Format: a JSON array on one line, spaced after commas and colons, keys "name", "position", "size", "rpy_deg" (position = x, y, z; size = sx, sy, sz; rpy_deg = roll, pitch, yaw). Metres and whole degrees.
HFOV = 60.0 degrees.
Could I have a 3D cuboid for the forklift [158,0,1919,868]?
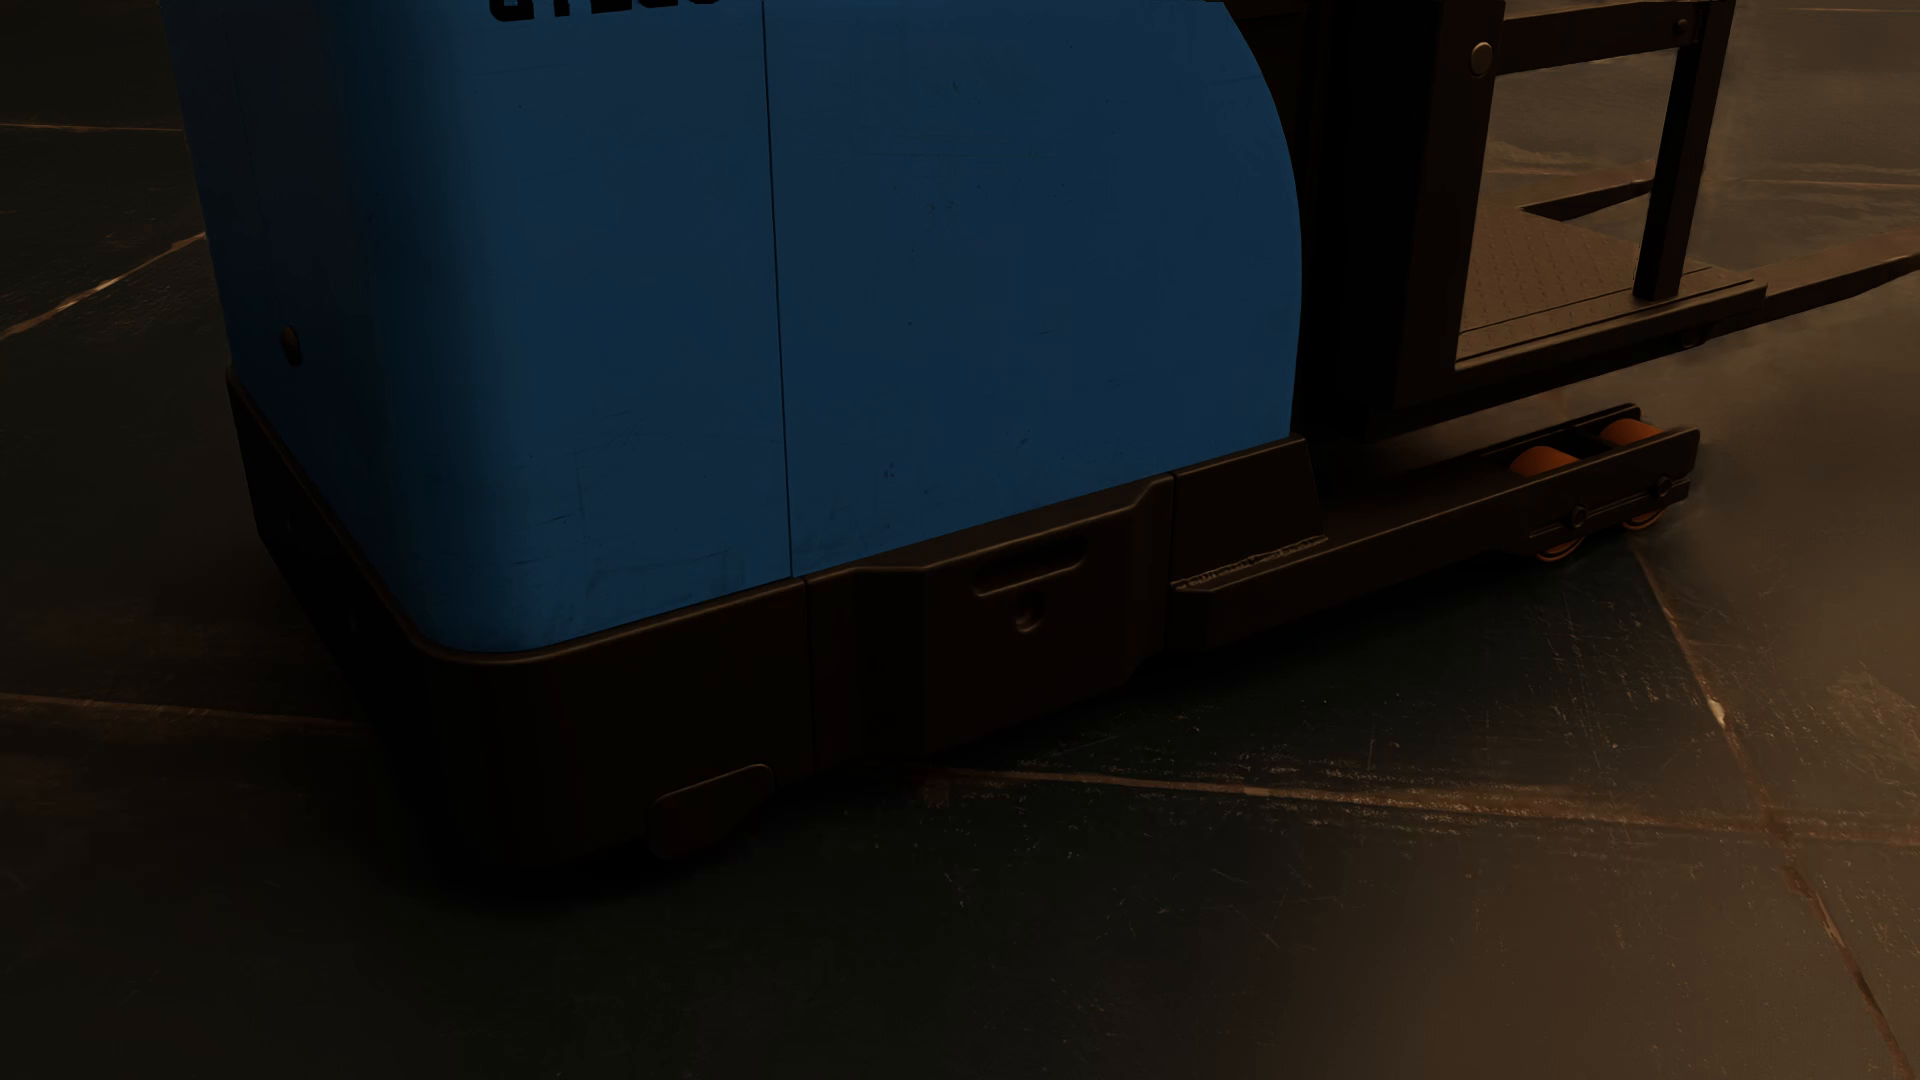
[{"name": "forklift", "position": [0.511, -1.461, 2.145], "size": [3.031, 2.935, 1.130], "rpy_deg": [-16, 31, -29]}]
